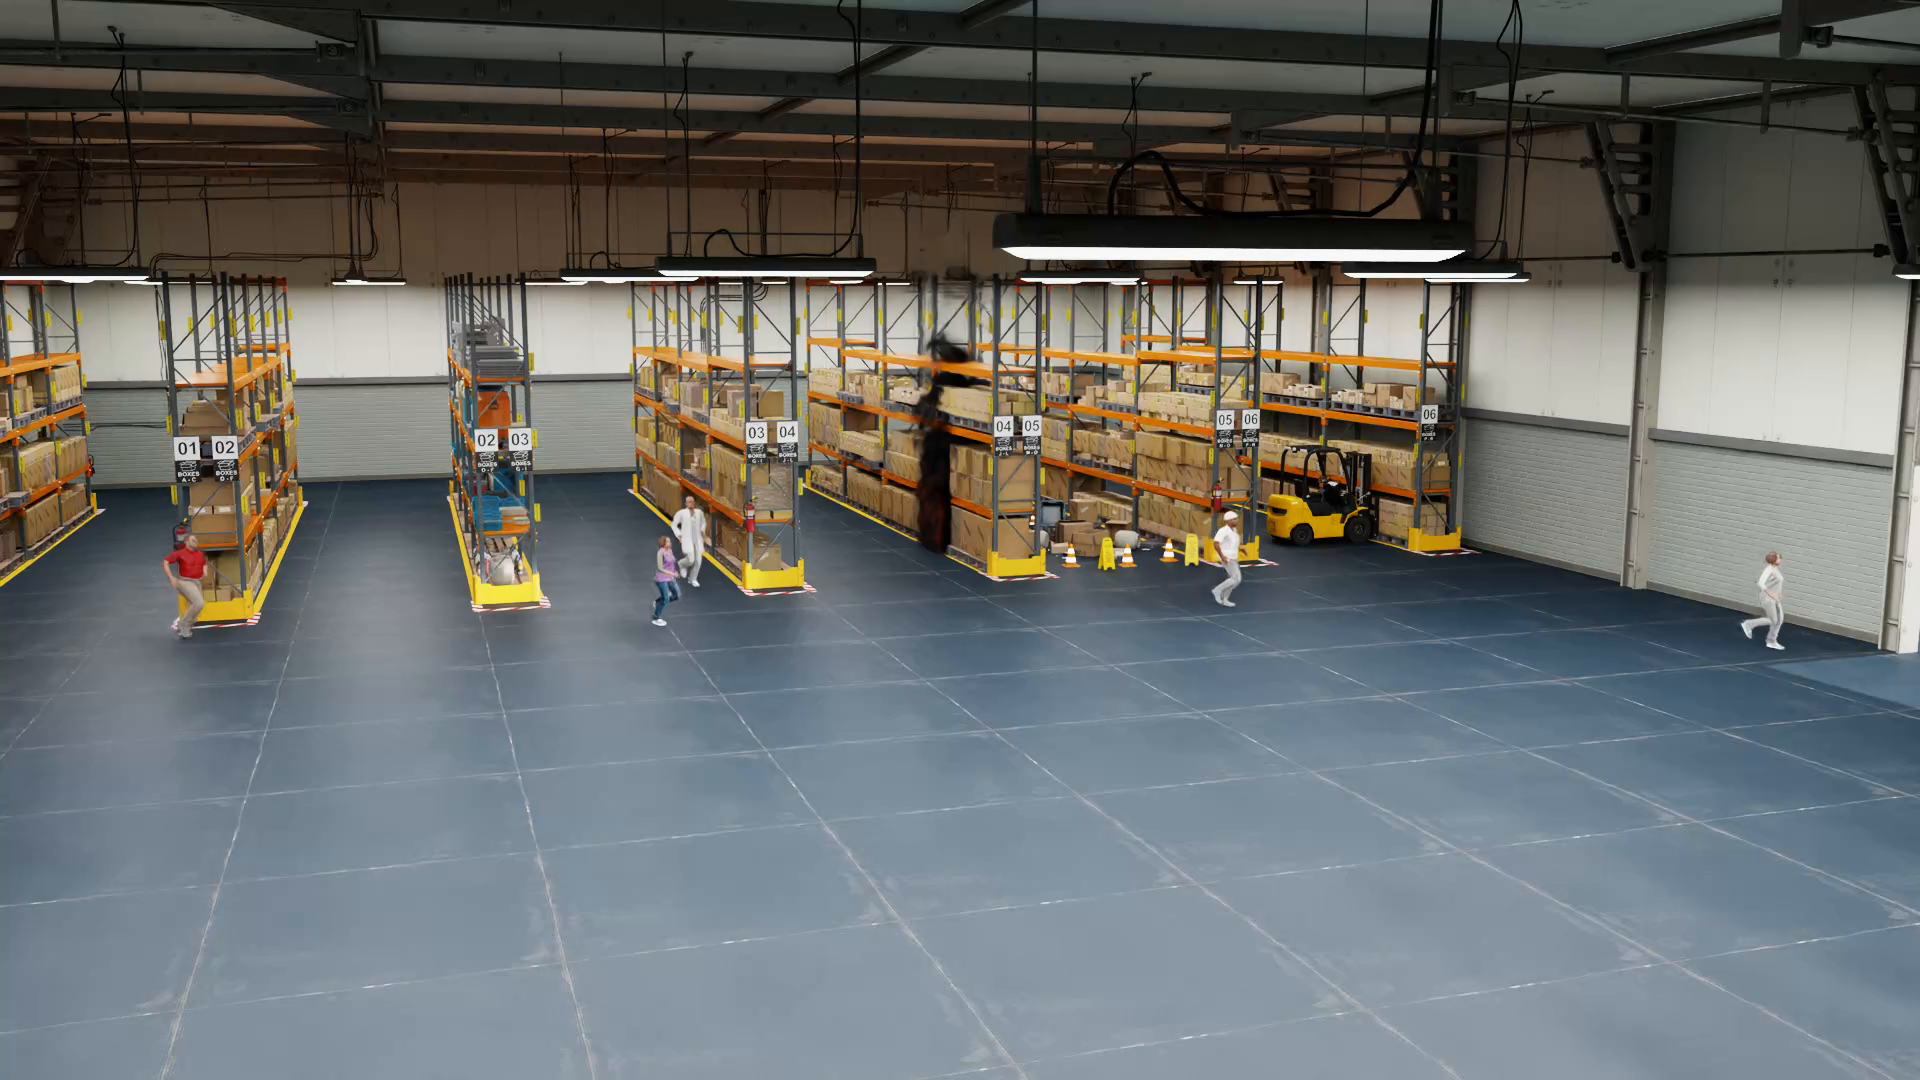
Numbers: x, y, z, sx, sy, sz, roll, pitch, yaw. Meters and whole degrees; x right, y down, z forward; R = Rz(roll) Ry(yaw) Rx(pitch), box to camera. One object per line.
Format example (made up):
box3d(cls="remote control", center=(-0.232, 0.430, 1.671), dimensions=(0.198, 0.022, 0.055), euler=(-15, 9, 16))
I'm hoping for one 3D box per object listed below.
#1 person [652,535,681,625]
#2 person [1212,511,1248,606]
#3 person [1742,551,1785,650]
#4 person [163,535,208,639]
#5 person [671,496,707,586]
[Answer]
box3d(cls="person", center=(-5.006, 0.647, 28.437), dimensions=(0.599, 1.476, 0.569), euler=(3, 9, 19))
box3d(cls="person", center=(4.892, 0.340, 30.112), dimensions=(0.575, 1.729, 0.712), euler=(4, 9, 24))
box3d(cls="person", center=(12.944, 0.959, 26.679), dimensions=(0.653, 1.567, 0.556), euler=(8, 11, 41))
box3d(cls="person", center=(-12.702, 0.760, 27.509), dimensions=(0.616, 1.689, 0.674), euler=(2, 9, 11))
box3d(cls="person", center=(-5.229, 0.016, 32.303), dimensions=(0.709, 1.737, 0.640), euler=(-5, 10, -31))
